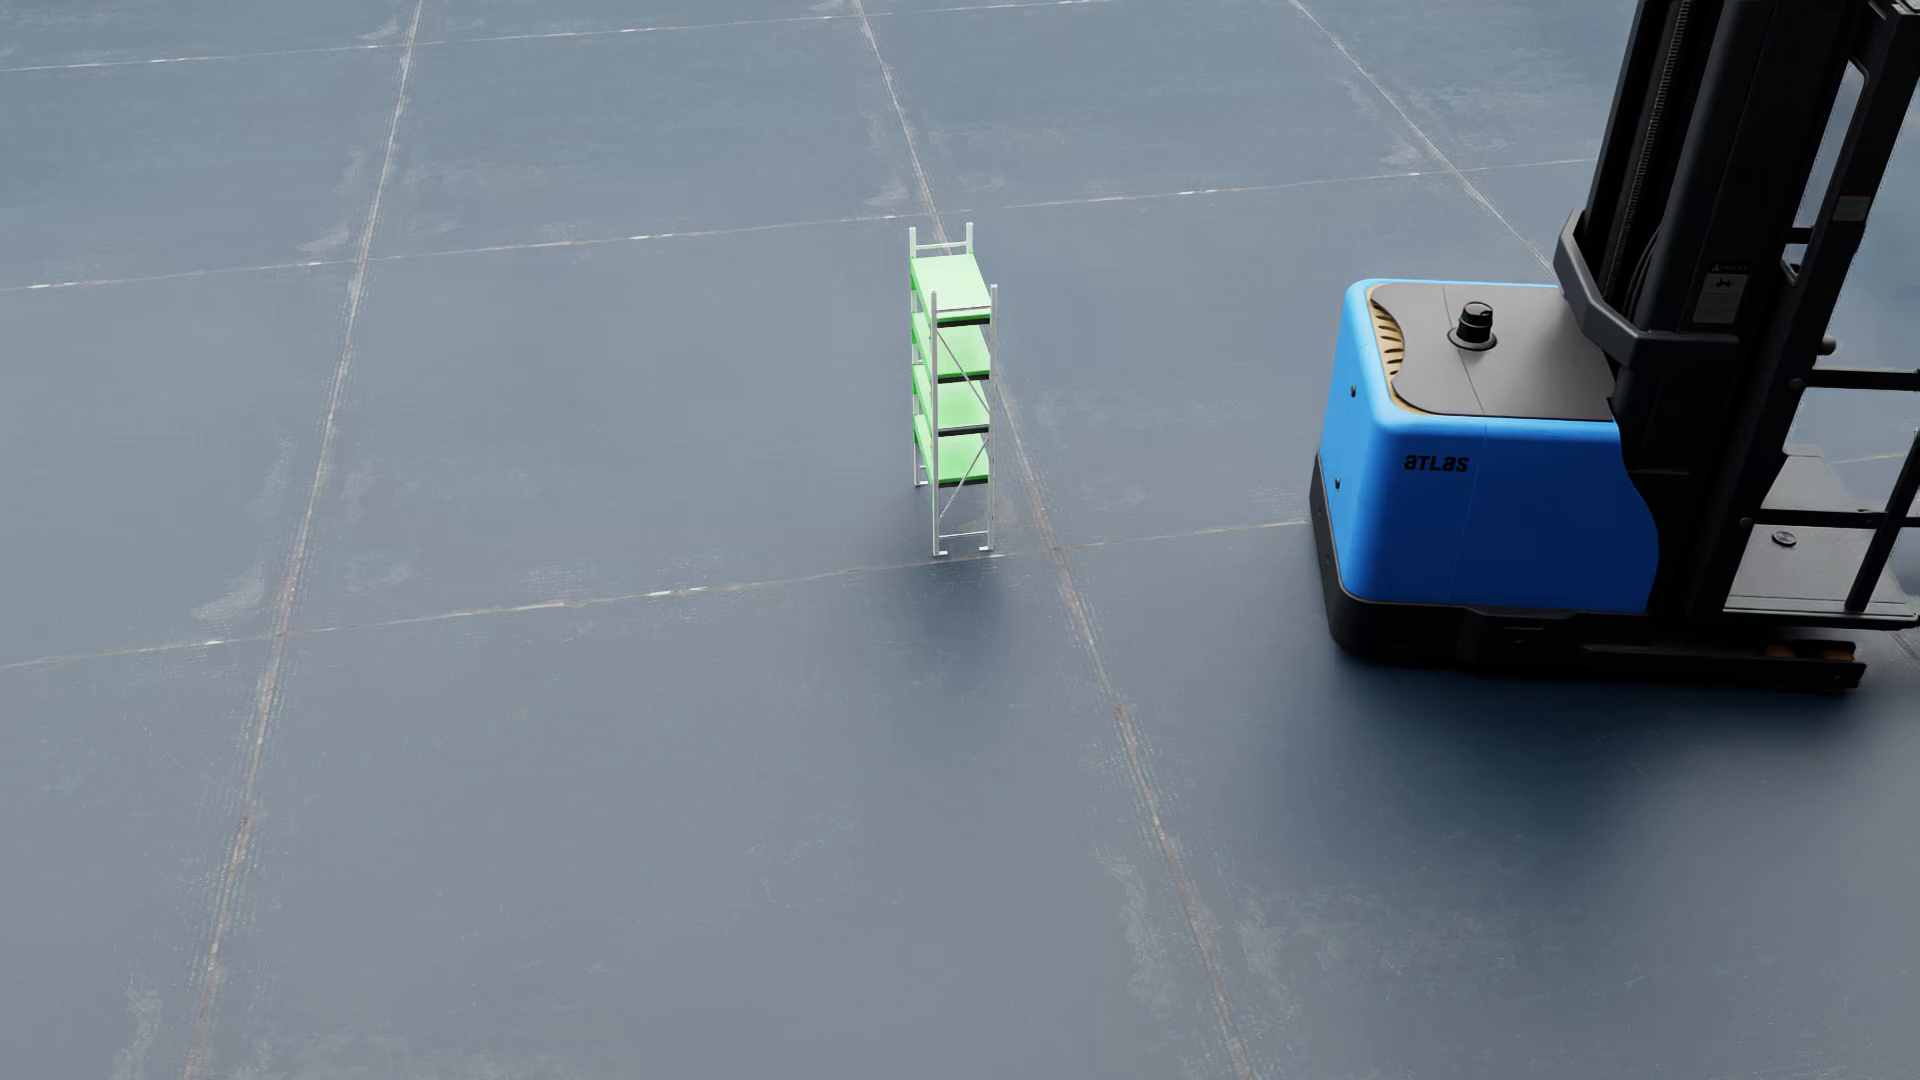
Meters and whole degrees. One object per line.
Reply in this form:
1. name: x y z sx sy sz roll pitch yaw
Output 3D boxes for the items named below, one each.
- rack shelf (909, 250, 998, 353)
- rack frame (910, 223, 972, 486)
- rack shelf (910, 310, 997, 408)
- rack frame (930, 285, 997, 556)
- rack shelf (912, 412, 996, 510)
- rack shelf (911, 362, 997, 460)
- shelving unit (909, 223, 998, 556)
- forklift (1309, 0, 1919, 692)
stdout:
1. rack shelf: -0.029 -0.902 6.255 0.258 0.148 0.480 -6 38 -8
2. rack frame: -0.072 -0.721 6.700 0.240 1.200 0.015 -6 38 -8
3. rack shelf: -0.029 -0.713 6.403 0.258 0.148 0.480 -6 38 -8
4. rack frame: 0.014 -0.426 6.321 0.240 1.200 0.015 -6 38 -8
5. rack shelf: -0.029 -0.334 6.697 0.258 0.148 0.480 -6 38 -8
6. rack shelf: -0.029 -0.523 6.550 0.258 0.148 0.480 -6 38 -8
7. shelving unit: -0.029 -0.574 6.511 0.258 1.200 0.503 -6 38 -8
8. forklift: 2.918 -0.945 5.578 3.031 2.935 1.130 3 38 3
